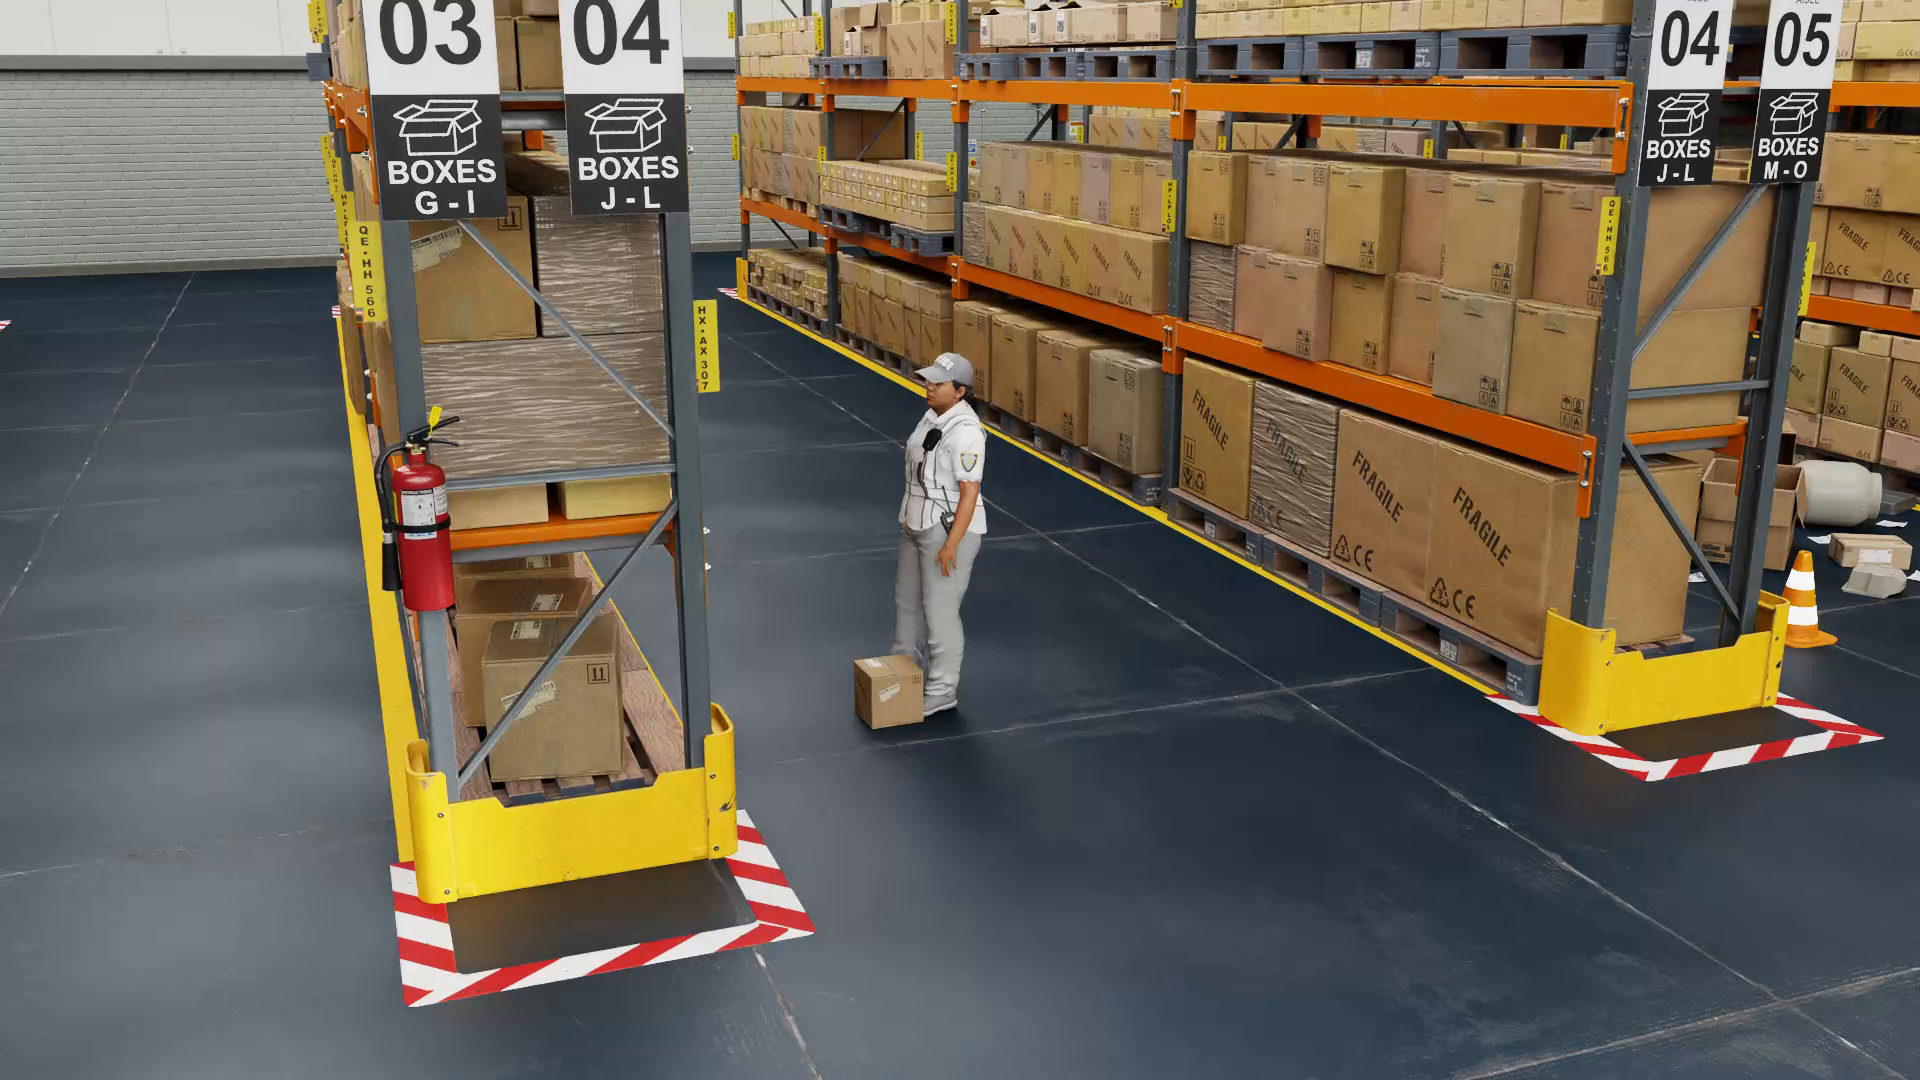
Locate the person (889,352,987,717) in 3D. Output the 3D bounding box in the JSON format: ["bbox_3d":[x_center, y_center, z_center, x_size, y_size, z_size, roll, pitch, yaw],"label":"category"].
[{"bbox_3d":[-0.172,-0.024,7.565,0.524,1.671,0.599,-6,17,-20],"label":"person"}]
